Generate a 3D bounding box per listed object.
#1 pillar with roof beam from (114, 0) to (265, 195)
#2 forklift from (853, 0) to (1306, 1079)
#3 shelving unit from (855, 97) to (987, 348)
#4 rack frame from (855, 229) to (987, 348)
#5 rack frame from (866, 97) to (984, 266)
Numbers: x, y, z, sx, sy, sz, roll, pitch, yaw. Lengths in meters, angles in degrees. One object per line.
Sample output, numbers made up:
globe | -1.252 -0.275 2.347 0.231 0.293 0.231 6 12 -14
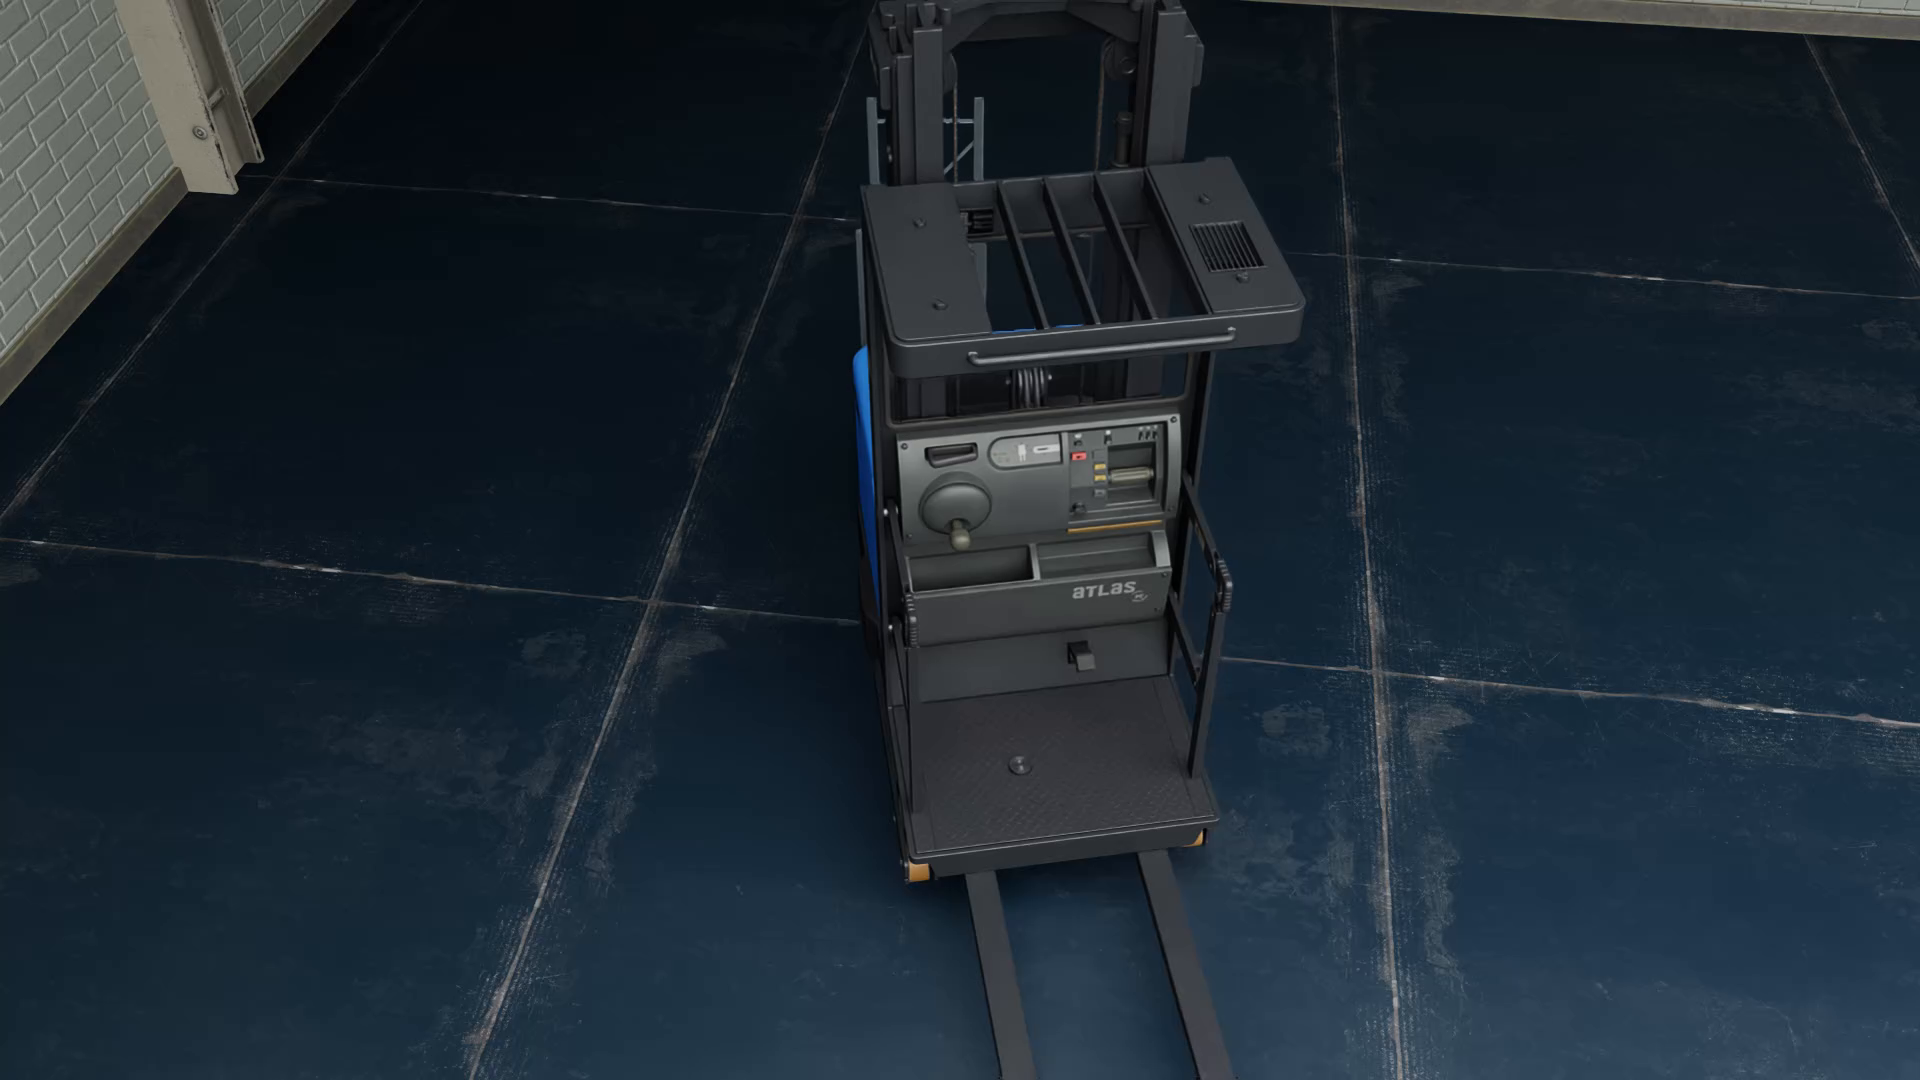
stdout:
pillar with roof beam | 0.077 -4.961 5.967 9.100 9.000 0.400 5 44 6
forklift | 0.296 -0.107 5.254 1.130 2.935 3.031 -6 44 -6
shelving unit | -0.148 -0.982 7.218 0.538 1.500 1.048 0 43 0
rack frame | -0.148 -0.632 6.849 0.500 1.500 0.032 0 43 0
rack frame | -0.148 -1.331 7.587 0.500 1.500 0.032 0 43 0
